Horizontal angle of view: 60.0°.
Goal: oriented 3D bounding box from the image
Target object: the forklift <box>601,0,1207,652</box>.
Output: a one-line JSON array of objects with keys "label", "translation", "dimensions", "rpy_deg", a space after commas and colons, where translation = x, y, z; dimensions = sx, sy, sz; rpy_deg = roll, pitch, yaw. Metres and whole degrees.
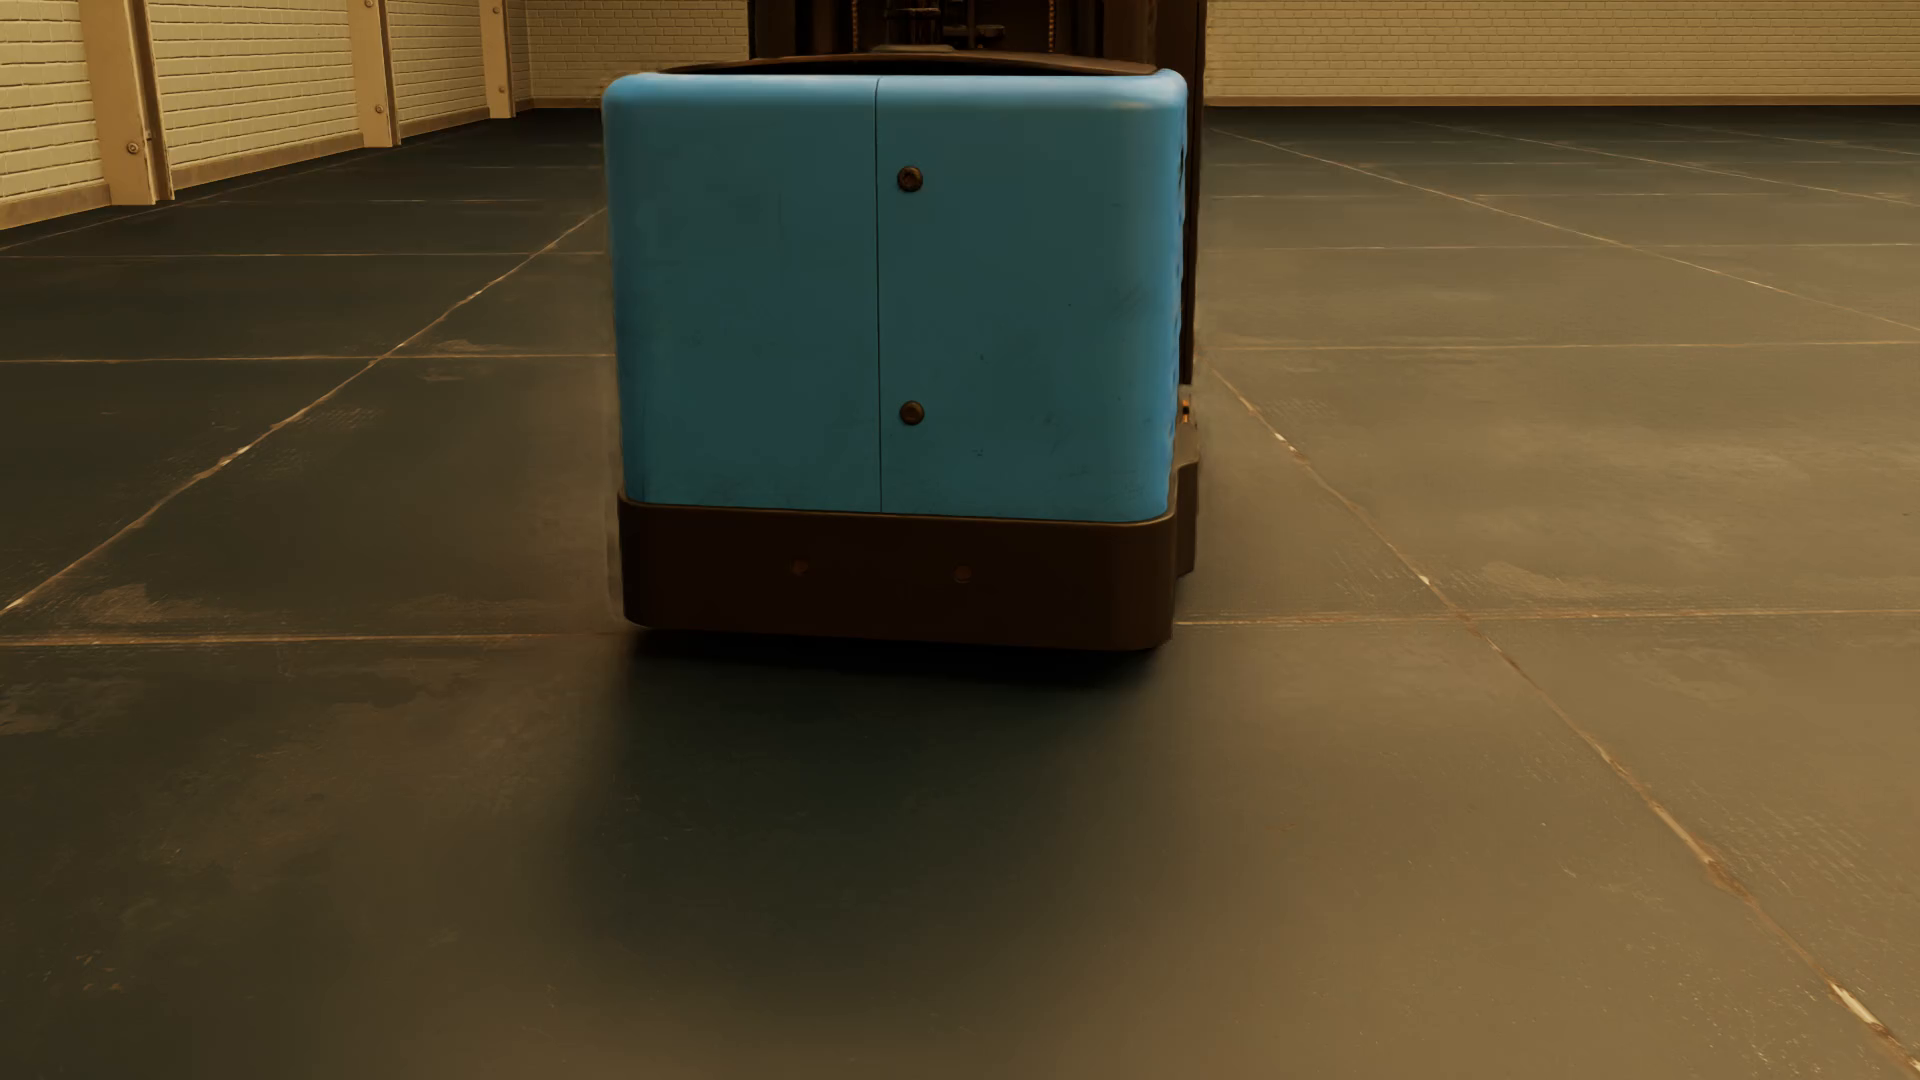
[{"label": "forklift", "translation": [0.073, -1.586, 4.092], "dimensions": [1.130, 2.935, 3.031], "rpy_deg": [2, 17, 8]}]
